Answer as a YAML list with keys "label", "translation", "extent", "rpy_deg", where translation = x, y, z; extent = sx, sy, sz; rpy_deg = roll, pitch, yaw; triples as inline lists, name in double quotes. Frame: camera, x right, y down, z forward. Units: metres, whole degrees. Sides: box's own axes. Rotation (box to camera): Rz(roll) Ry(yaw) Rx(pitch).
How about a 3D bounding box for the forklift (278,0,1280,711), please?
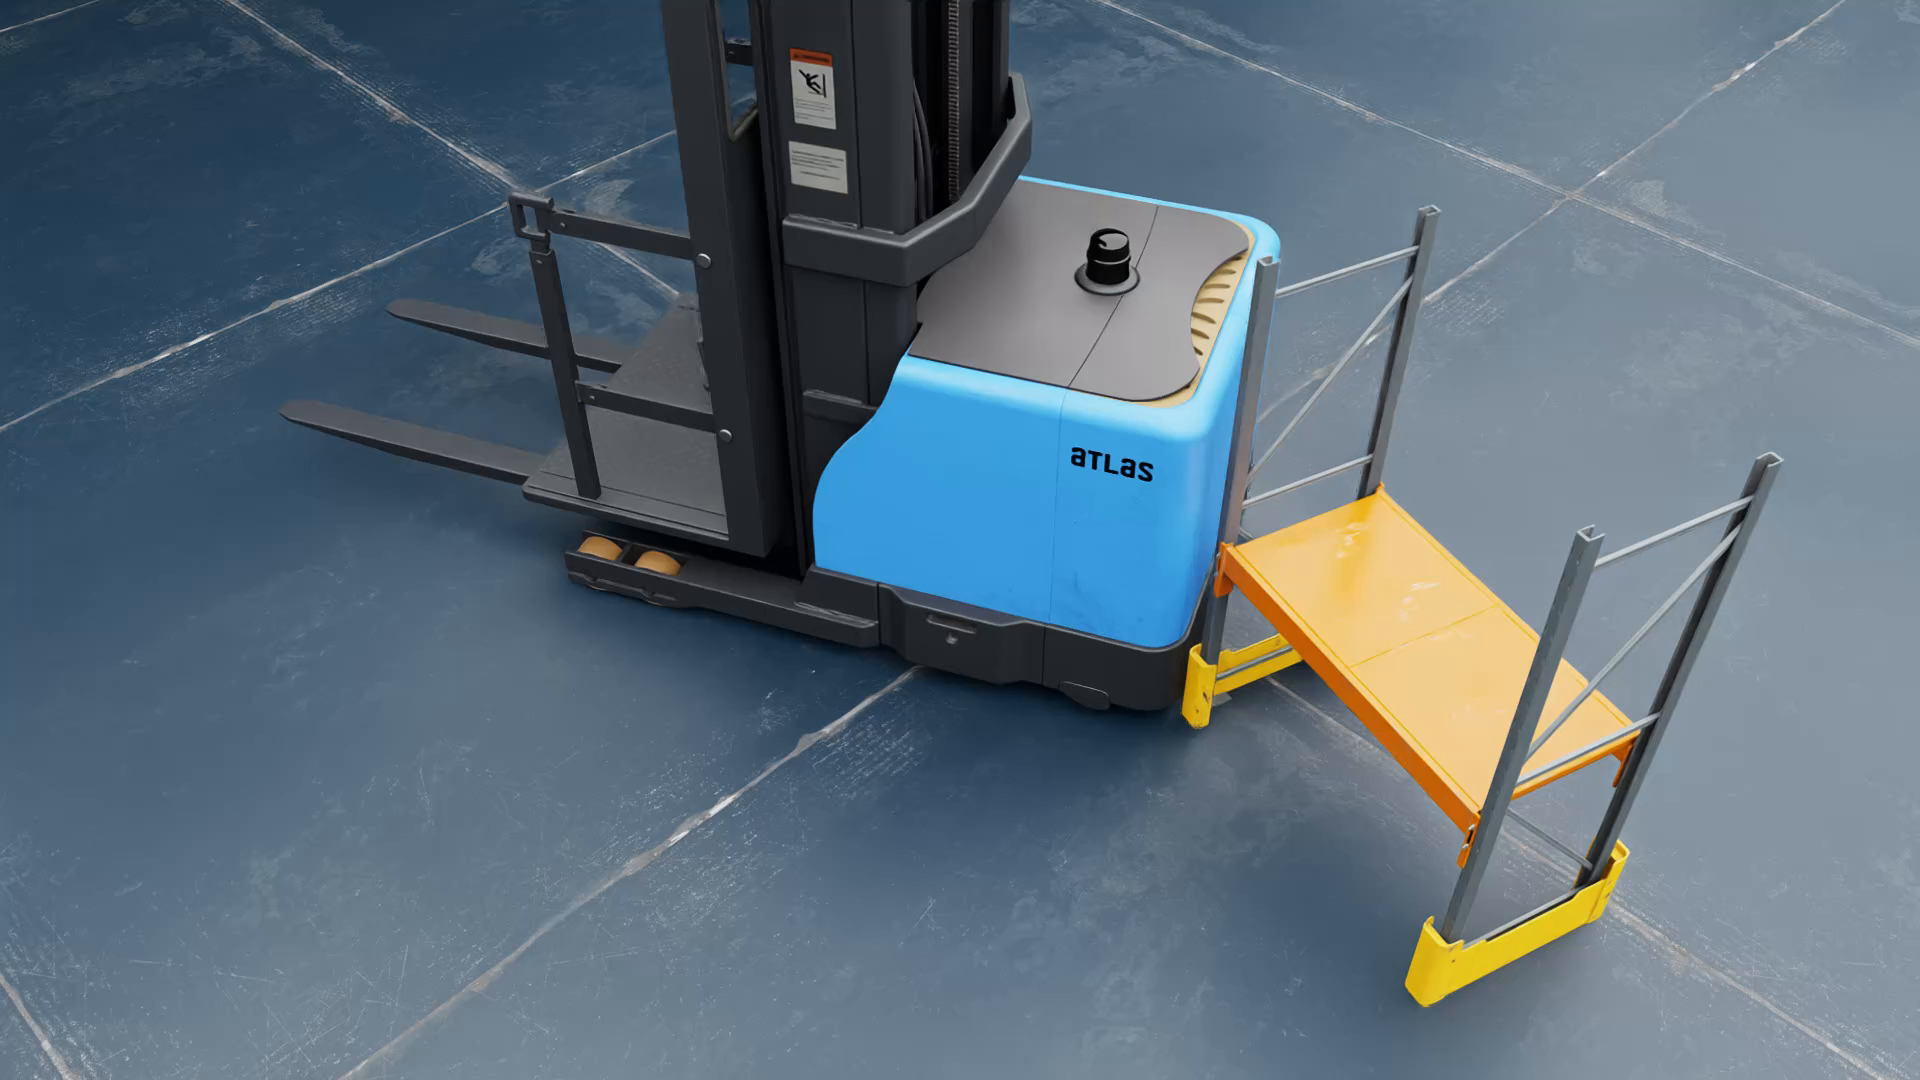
- label: "forklift"
  translation: [-0.668, -1.202, 4.392]
  extent: [3.031, 2.935, 1.130]
  rpy_deg: [13, 44, 14]

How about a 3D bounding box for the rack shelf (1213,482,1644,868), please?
- label: "rack shelf"
  translation: [1.127, 0.292, 4.094]
  extent: [0.538, 0.185, 1.000]
  rpy_deg: [-19, 46, -20]

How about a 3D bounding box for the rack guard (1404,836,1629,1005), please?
- label: "rack guard"
  translation: [1.361, 0.925, 4.065]
  extent: [0.587, 0.250, 0.087]
  rpy_deg: [-19, 46, -20]

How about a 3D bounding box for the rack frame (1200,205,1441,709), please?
- label: "rack frame"
  translation: [0.892, -0.146, 4.303]
  extent: [0.500, 1.500, 0.032]
  rpy_deg: [-19, 46, -20]

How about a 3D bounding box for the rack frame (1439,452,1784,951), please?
- label: "rack frame"
  translation: [1.362, 0.466, 3.640]
  extent: [0.500, 1.500, 0.032]
  rpy_deg: [-19, 46, -20]

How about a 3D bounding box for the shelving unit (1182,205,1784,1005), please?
- label: "shelving unit"
  translation: [1.131, 0.166, 3.966]
  extent: [0.587, 1.500, 1.083]
  rpy_deg: [-19, 46, -20]

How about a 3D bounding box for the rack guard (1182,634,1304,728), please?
- label: "rack guard"
  translation: [0.901, 0.325, 4.714]
  extent: [0.587, 0.250, 0.087]
  rpy_deg: [-19, 46, -20]
